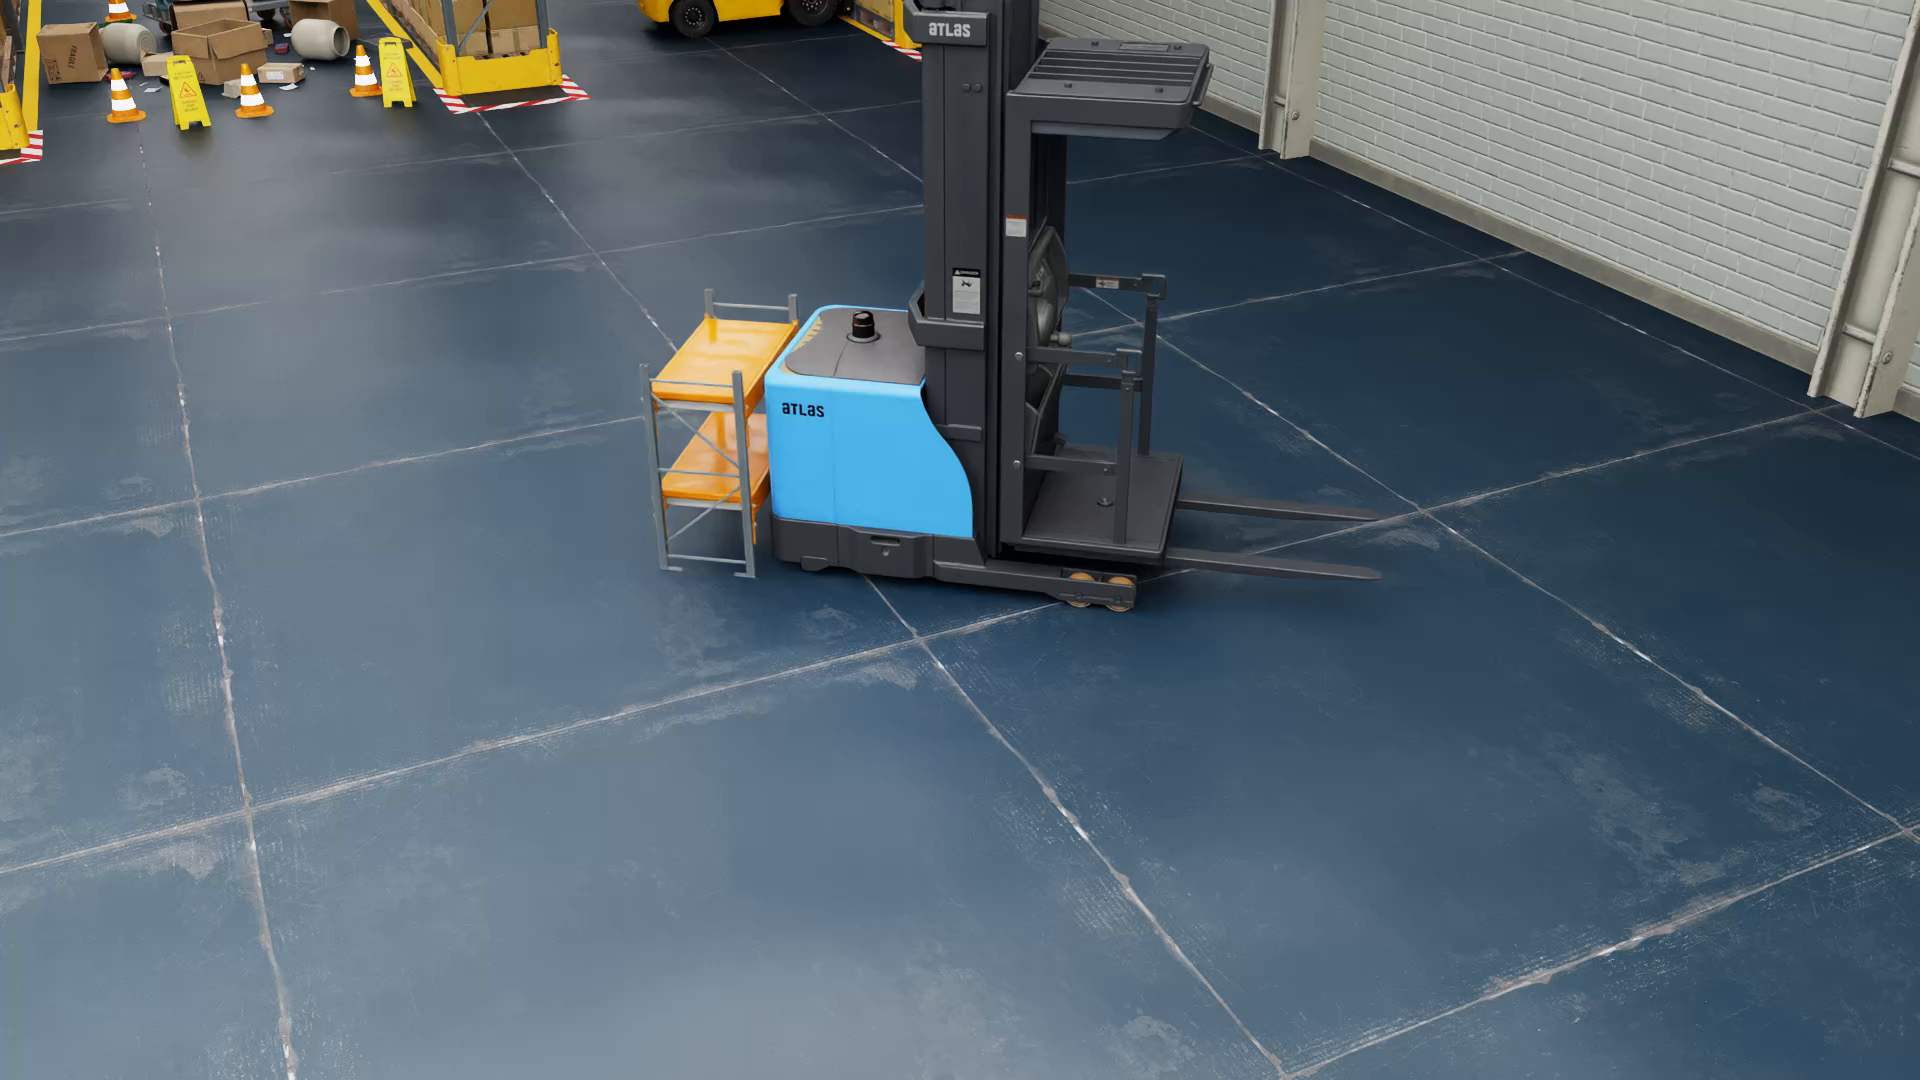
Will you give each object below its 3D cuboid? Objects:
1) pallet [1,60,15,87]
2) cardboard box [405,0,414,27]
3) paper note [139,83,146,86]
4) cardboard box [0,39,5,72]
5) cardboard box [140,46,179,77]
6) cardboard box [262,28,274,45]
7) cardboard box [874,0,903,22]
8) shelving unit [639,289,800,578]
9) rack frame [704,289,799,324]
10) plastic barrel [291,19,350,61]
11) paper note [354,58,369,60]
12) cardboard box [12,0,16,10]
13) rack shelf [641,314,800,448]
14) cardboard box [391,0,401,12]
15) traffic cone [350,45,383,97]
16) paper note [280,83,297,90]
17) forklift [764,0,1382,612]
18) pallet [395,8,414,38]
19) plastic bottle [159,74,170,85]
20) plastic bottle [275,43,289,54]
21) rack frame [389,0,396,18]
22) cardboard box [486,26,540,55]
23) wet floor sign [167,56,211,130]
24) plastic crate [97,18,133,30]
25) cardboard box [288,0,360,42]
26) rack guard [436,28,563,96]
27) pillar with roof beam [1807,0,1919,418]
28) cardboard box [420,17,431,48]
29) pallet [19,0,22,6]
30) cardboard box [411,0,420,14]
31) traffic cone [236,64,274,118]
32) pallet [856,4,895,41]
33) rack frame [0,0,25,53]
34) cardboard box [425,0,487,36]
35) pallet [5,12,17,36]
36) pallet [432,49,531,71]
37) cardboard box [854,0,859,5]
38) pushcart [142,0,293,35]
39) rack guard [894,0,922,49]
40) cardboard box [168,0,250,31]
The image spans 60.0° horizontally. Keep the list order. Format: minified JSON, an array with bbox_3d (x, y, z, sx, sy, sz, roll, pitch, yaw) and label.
[{"bbox_3d":[-10.005,-4.499,16.557,1.003,0.211,1.213,-13,32,-22],"label":"pallet"},{"bbox_3d":[-5.882,-5.890,18.570,0.500,0.250,0.500,-14,32,-23],"label":"cardboard box"},{"bbox_3d":[-8.398,-4.690,17.103,0.032,0.001,0.123,2,29,4],"label":"paper note"},{"bbox_3d":[-10.191,-5.174,16.653,0.875,0.875,0.875,-13,32,-22],"label":"cardboard box"},{"bbox_3d":[-8.387,-5.042,17.470,0.396,0.266,0.258,-8,30,-13],"label":"cardboard box"},{"bbox_3d":[-7.950,-5.688,18.622,0.396,0.266,0.258,13,32,21],"label":"cardboard box"},{"bbox_3d":[-0.649,-6.093,18.931,0.500,0.250,0.500,-13,32,-22],"label":"cardboard box"},{"bbox_3d":[-1.193,-0.571,8.618,0.538,1.125,1.048,5,30,9],"label":"shelving unit"},{"bbox_3d":[-1.105,-0.816,9.055,0.500,1.125,0.032,5,30,9],"label":"rack frame"},{"bbox_3d":[-6.898,-5.395,17.938,0.512,0.421,0.421,7,30,13],"label":"plastic barrel"},{"bbox_3d":[-6.489,-5.235,18.054,0.148,0.019,0.142,26,38,38],"label":"paper note"},{"bbox_3d":[-11.547,-6.491,19.130,1.050,0.750,0.750,-13,32,-22],"label":"cardboard box"},{"bbox_3d":[-1.193,-0.827,8.475,0.538,0.278,1.000,5,30,9],"label":"rack shelf"},{"bbox_3d":[-6.351,-6.358,19.403,0.500,0.250,0.500,-15,32,-24],"label":"cardboard box"},{"bbox_3d":[-5.993,-4.737,16.724,0.336,0.463,0.334,-13,32,-22],"label":"traffic cone"},{"bbox_3d":[-6.847,-4.629,16.974,0.142,0.019,0.148,26,38,38],"label":"paper note"},{"bbox_3d":[0.610,-1.214,7.918,3.031,2.935,1.130,6,30,11],"label":"forklift"},{"bbox_3d":[-6.041,-6.186,19.565,1.003,0.211,1.213,-13,32,-22],"label":"pallet"},{"bbox_3d":[-8.177,-4.760,17.176,0.283,0.061,0.133,26,38,38],"label":"plastic bottle"},{"bbox_3d":[-7.501,-5.446,18.399,0.133,0.061,0.283,-8,30,-13],"label":"plastic bottle"},{"bbox_3d":[-6.361,-7.691,19.399,1.000,3.000,0.127,-13,32,-22],"label":"rack frame"},{"bbox_3d":[-4.740,-5.323,17.557,0.500,0.250,0.500,-13,32,-22],"label":"cardboard box"},{"bbox_3d":[-7.270,-4.216,15.609,0.267,0.644,0.232,-19,35,-30],"label":"wet floor sign"},{"bbox_3d":[-9.530,-5.604,18.493,0.450,0.188,0.662,-7,28,9],"label":"plastic crate"},{"bbox_3d":[-7.130,-5.843,18.656,0.500,0.500,0.500,7,30,13],"label":"cardboard box"},{"bbox_3d":[-4.676,-4.868,16.919,1.175,0.500,0.348,-13,32,-22],"label":"rack guard"},{"bbox_3d":[1.616,-3.877,6.463,9.100,9.000,0.400,-13,32,-22],"label":"pillar with roof beam"},{"bbox_3d":[-5.449,-5.439,17.765,0.500,0.250,0.500,-13,32,-22],"label":"cardboard box"},{"bbox_3d":[-12.235,-6.794,20.650,1.003,0.211,1.213,-13,32,-22],"label":"pallet"},{"bbox_3d":[-5.661,-5.989,17.978,0.500,0.500,0.500,-14,32,-23],"label":"cardboard box"},{"bbox_3d":[-6.850,-4.354,16.041,0.336,0.463,0.334,-13,32,-22],"label":"traffic cone"},{"bbox_3d":[-0.528,-6.081,19.378,1.003,0.211,1.213,-13,32,-22],"label":"pallet"},{"bbox_3d":[-10.788,-6.607,17.466,1.000,3.000,0.127,-13,32,-22],"label":"rack frame"},{"bbox_3d":[-5.223,-5.534,17.168,0.500,0.500,0.500,-13,32,-22],"label":"cardboard box"},{"bbox_3d":[-11.187,-5.716,18.728,1.003,0.211,1.213,-13,32,-22],"label":"pallet"},{"bbox_3d":[-4.993,-5.108,17.643,1.003,0.211,1.213,-13,32,-22],"label":"pallet"},{"bbox_3d":[-1.061,-6.538,19.724,0.500,0.250,0.500,-13,32,-21],"label":"cardboard box"},{"bbox_3d":[-8.399,-6.047,19.147,0.936,0.377,1.648,26,38,38],"label":"pushcart"},{"bbox_3d":[-0.152,-5.867,18.702,1.175,0.500,0.348,-13,32,-22],"label":"rack guard"},{"bbox_3d":[-8.093,-5.550,17.995,0.797,0.637,0.503,-13,32,-22],"label":"cardboard box"}]
